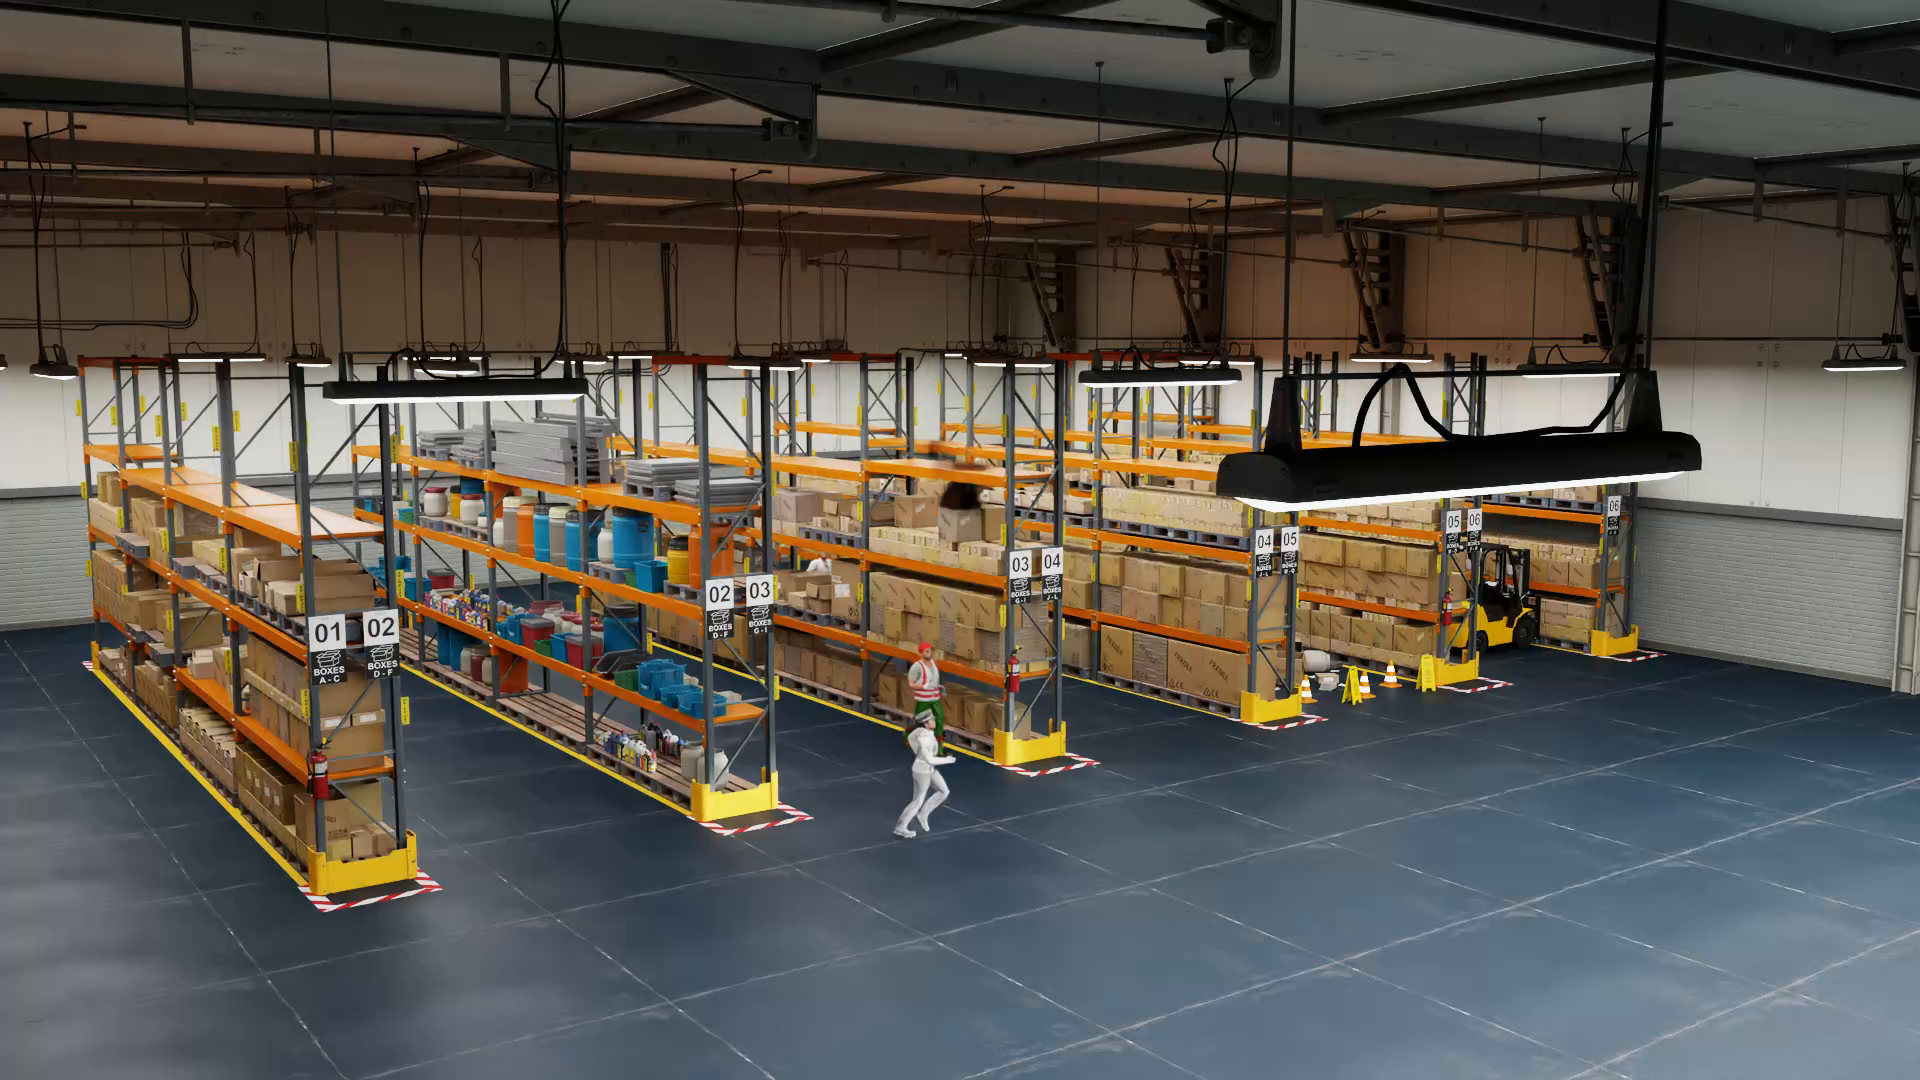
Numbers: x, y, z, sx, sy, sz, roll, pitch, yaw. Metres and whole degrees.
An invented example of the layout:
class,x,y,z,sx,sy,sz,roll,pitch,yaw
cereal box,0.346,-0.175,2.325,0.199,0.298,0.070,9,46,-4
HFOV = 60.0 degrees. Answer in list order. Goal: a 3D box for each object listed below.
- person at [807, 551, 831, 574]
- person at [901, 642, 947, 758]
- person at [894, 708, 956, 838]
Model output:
class,x,y,z,sx,sy,sz,roll,pitch,yaw
person,-3.060,1.048,36.522,0.739,1.763,0.928,-6,9,-40
person,-0.507,2.410,25.047,0.666,1.768,0.956,-6,9,-39
person,-0.439,2.926,21.124,0.794,1.630,0.626,0,7,3
